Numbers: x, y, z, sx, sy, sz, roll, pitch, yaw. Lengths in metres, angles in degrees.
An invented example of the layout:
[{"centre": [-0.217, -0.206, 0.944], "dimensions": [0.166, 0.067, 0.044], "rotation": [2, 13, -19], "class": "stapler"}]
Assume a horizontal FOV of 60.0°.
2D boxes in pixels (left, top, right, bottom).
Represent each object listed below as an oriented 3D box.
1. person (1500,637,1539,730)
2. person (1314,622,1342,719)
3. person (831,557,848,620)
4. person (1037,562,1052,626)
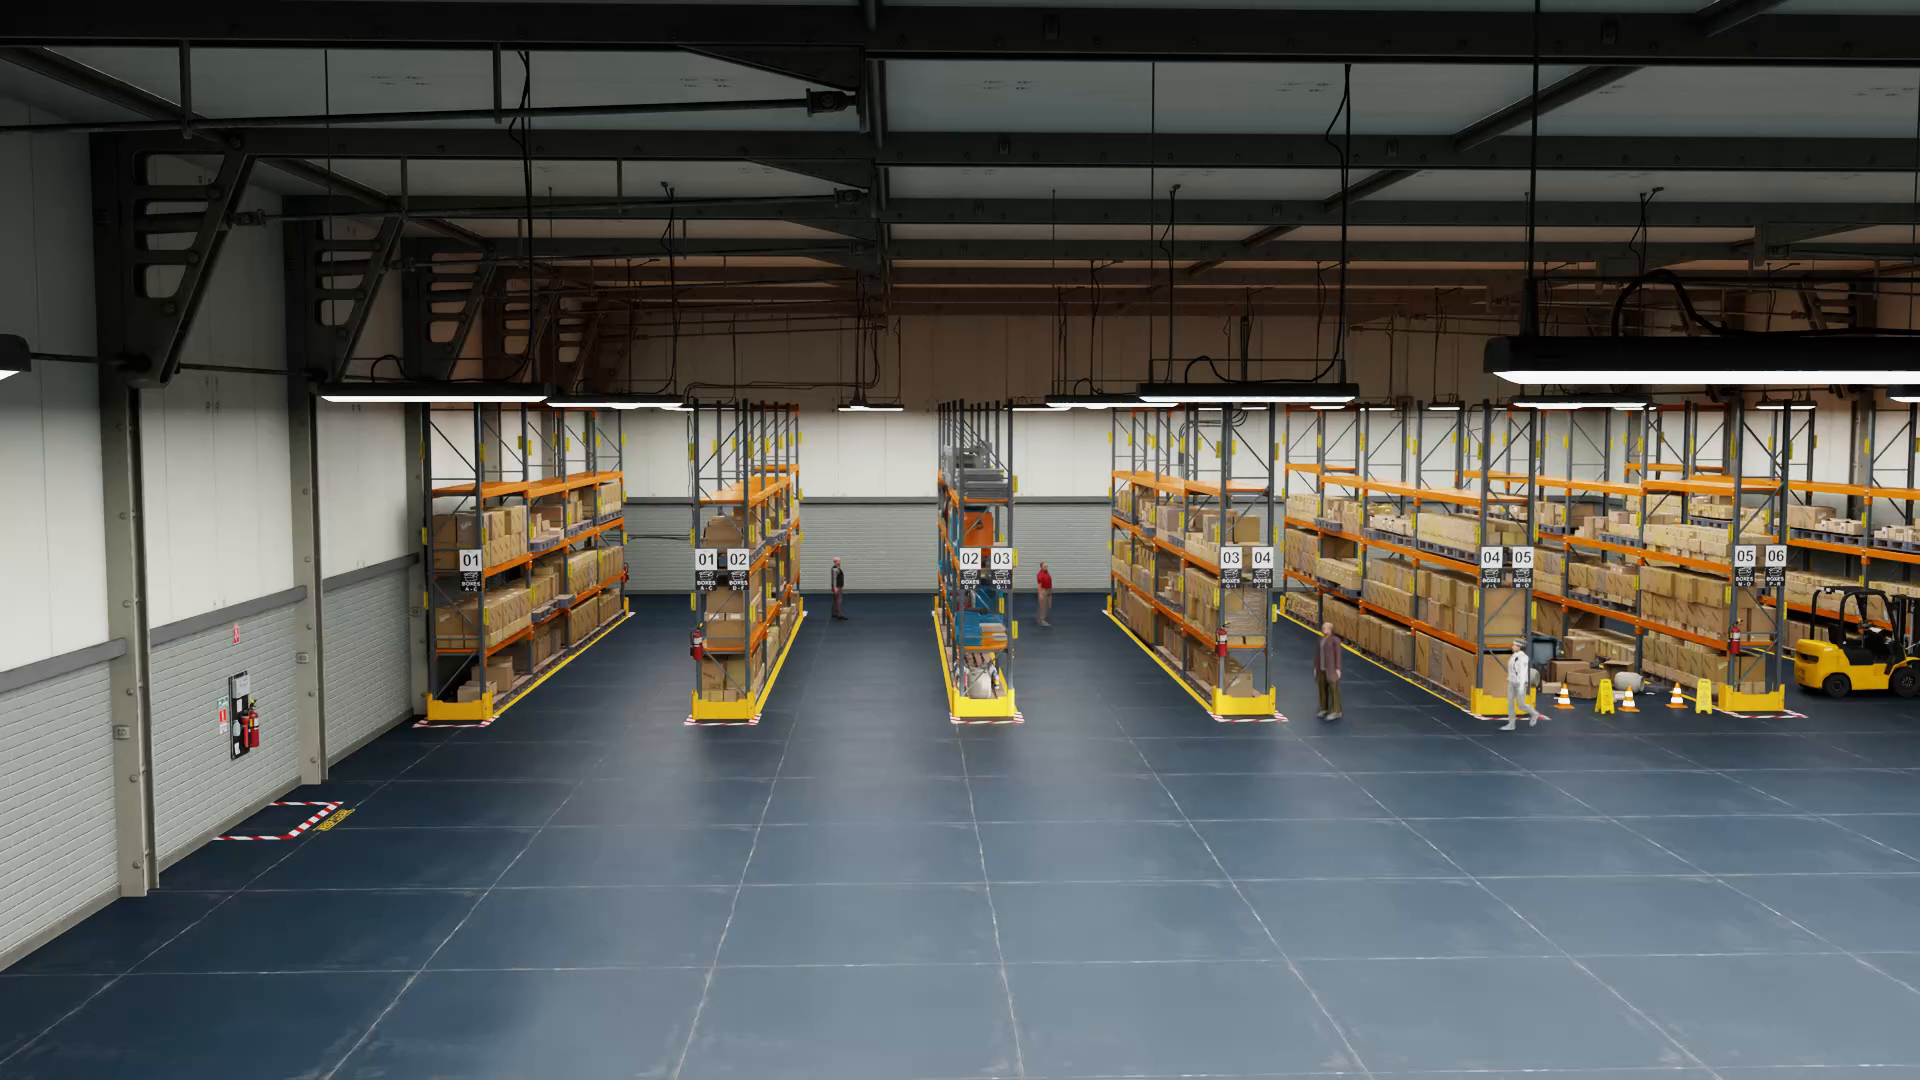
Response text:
[{"centre": [10.096, 2.593, 30.014], "dimensions": [0.642, 1.681, 0.457], "rotation": [-2, 5, -25], "class": "person"}, {"centre": [6.899, 2.451, 31.363], "dimensions": [0.443, 1.787, 0.630], "rotation": [-4, 6, -39], "class": "person"}, {"centre": [-3.352, 1.343, 46.386], "dimensions": [0.527, 1.739, 0.559], "rotation": [1, 4, 7], "class": "person"}, {"centre": [2.274, 1.458, 44.942], "dimensions": [0.472, 1.740, 0.613], "rotation": [3, 5, 32], "class": "person"}]
